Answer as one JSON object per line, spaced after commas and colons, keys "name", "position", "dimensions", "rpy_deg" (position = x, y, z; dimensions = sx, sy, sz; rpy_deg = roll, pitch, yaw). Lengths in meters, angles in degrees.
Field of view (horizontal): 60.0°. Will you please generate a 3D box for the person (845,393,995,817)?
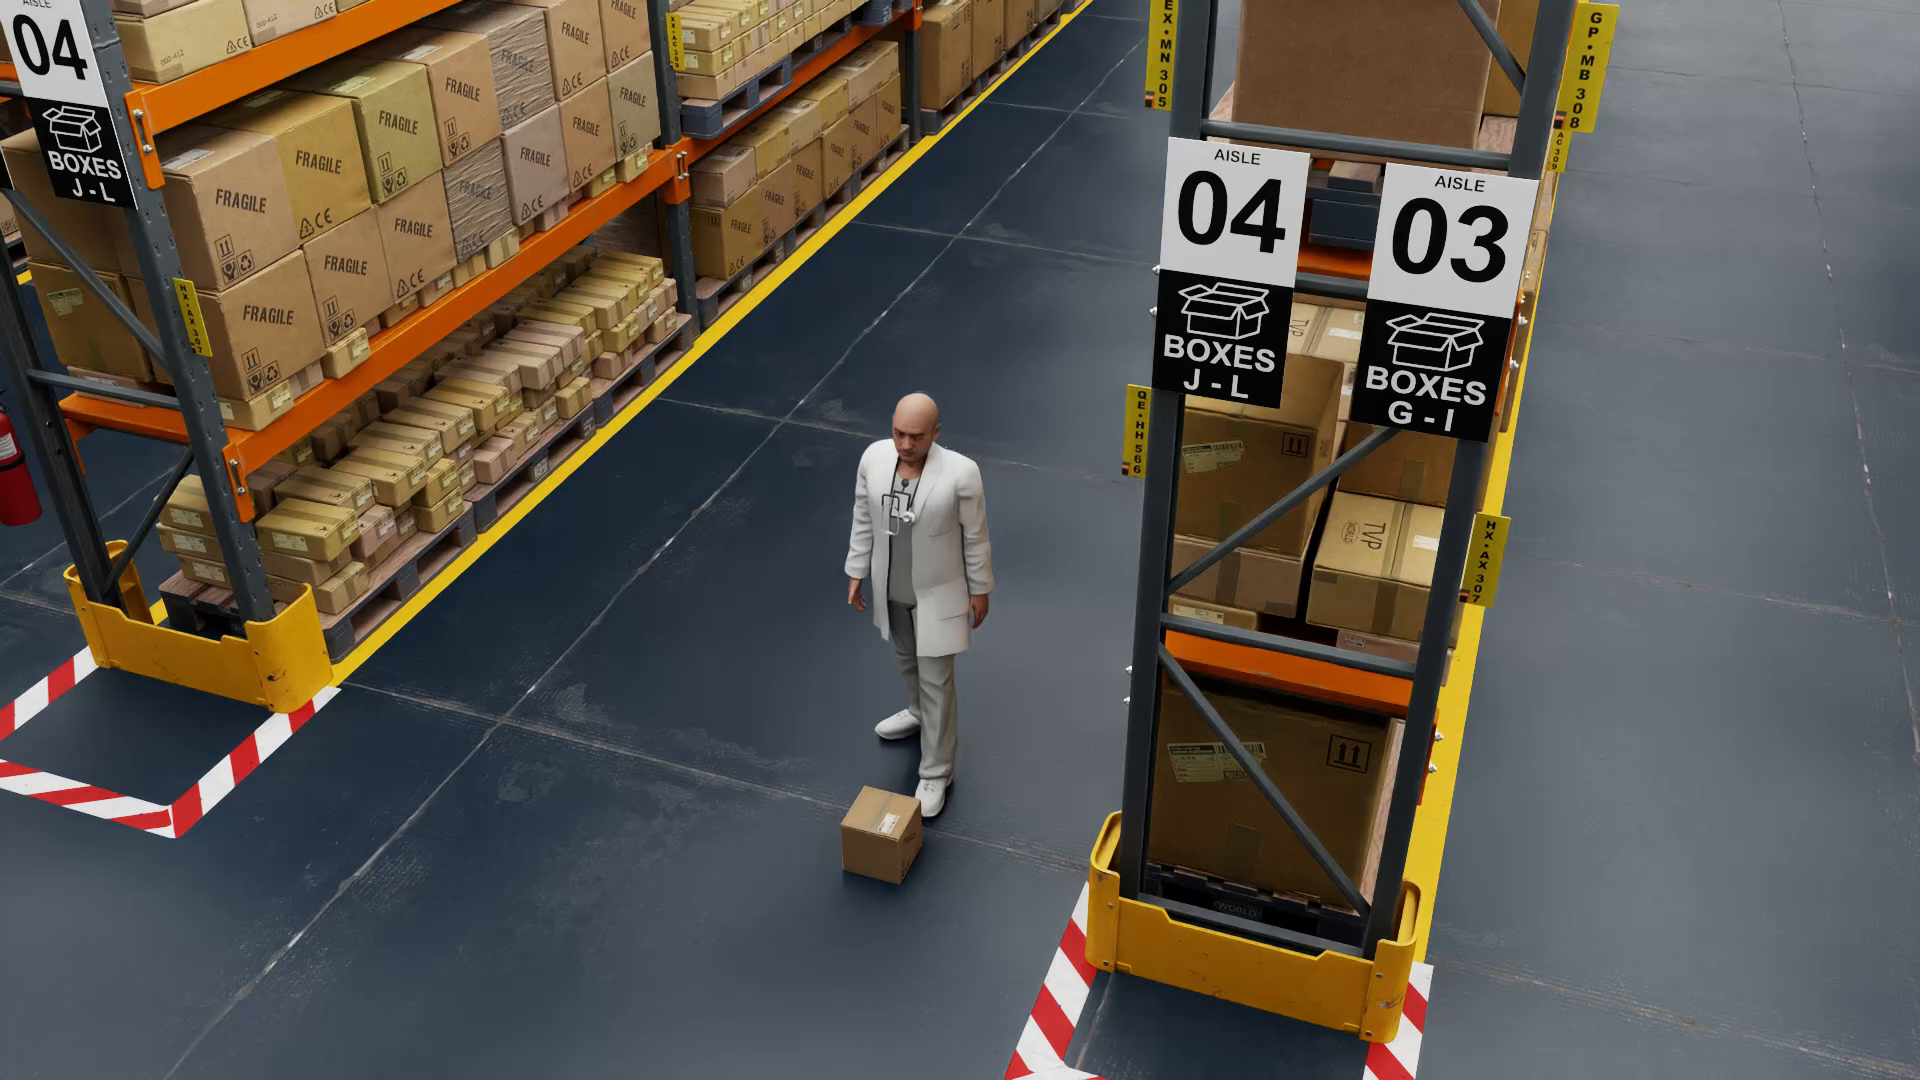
{"name": "person", "position": [-0.216, 0.213, 6.802], "dimensions": [0.617, 1.767, 0.689], "rpy_deg": [17, 37, 25]}
